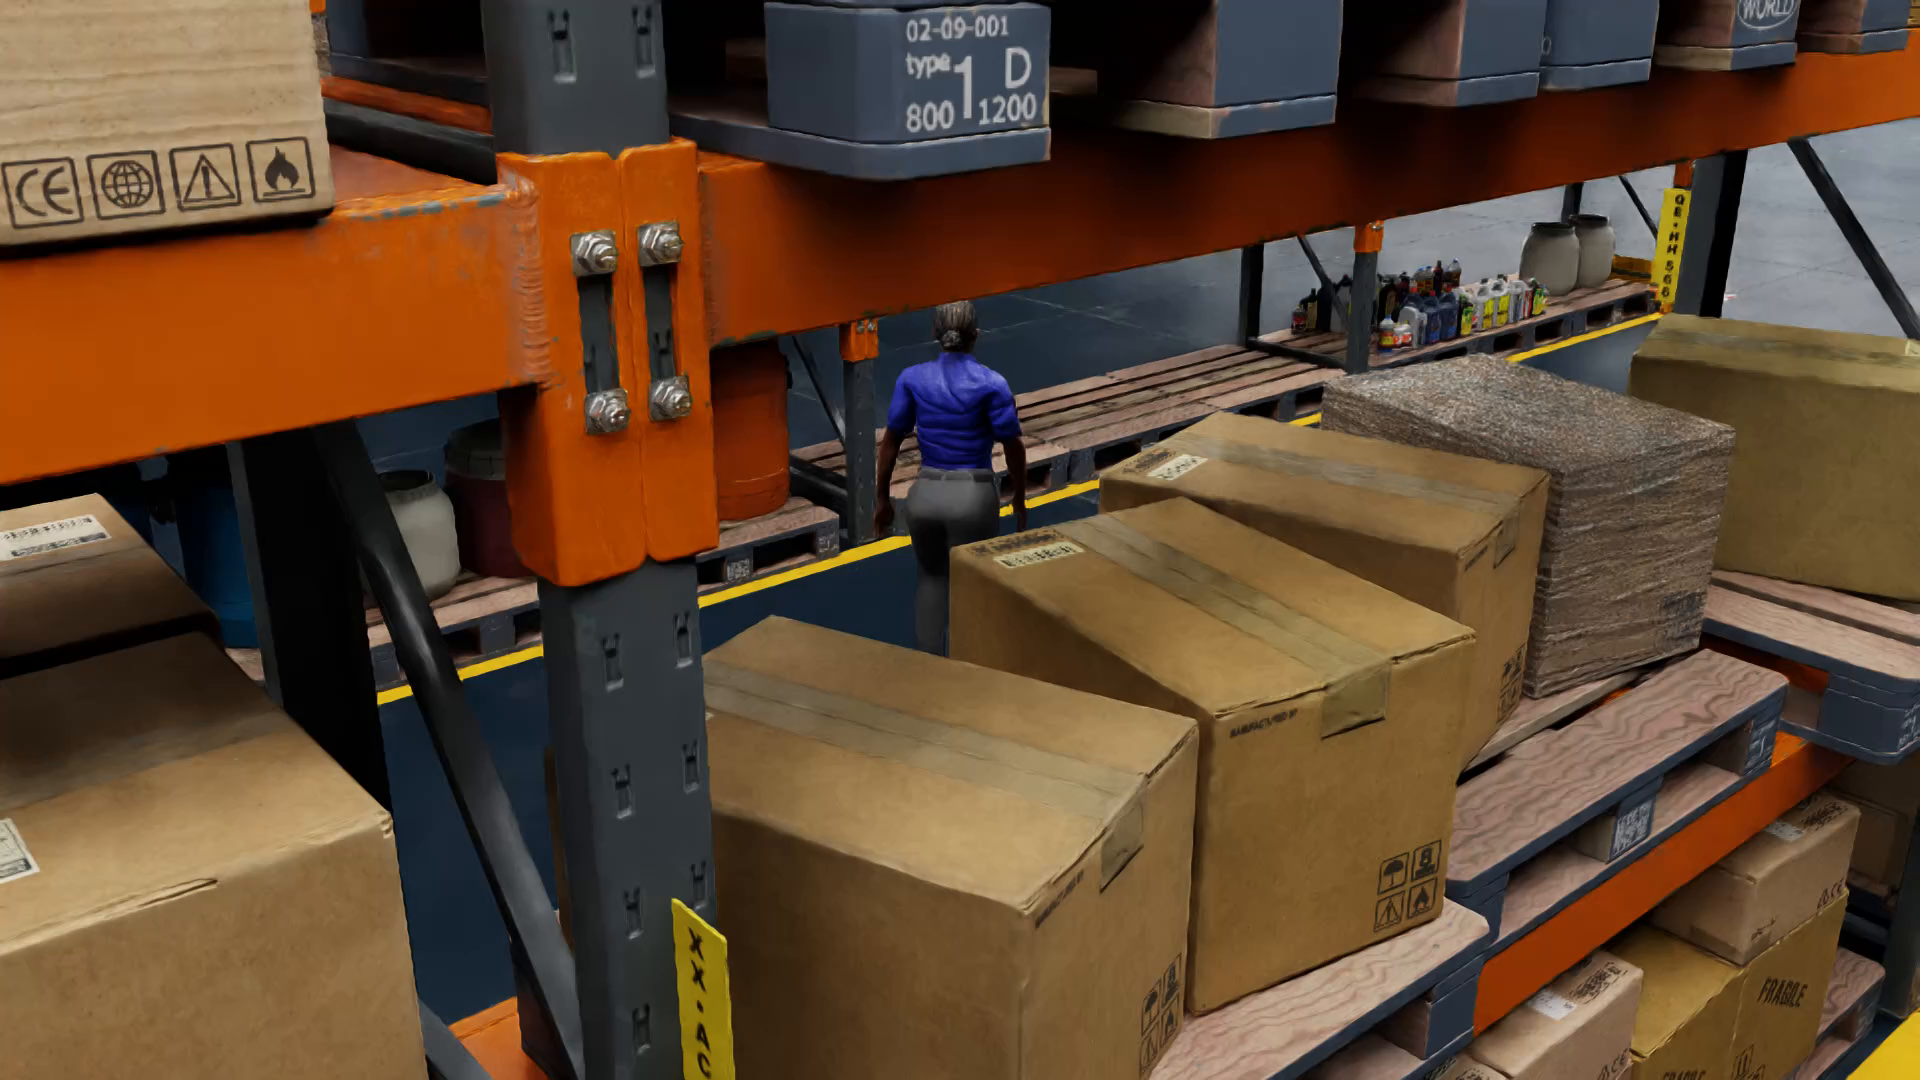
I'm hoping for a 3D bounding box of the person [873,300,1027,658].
[{"bbox_3d":[-0.050,-0.120,6.398,0.576,1.637,0.461,8,23,21],"label":"person"}]
